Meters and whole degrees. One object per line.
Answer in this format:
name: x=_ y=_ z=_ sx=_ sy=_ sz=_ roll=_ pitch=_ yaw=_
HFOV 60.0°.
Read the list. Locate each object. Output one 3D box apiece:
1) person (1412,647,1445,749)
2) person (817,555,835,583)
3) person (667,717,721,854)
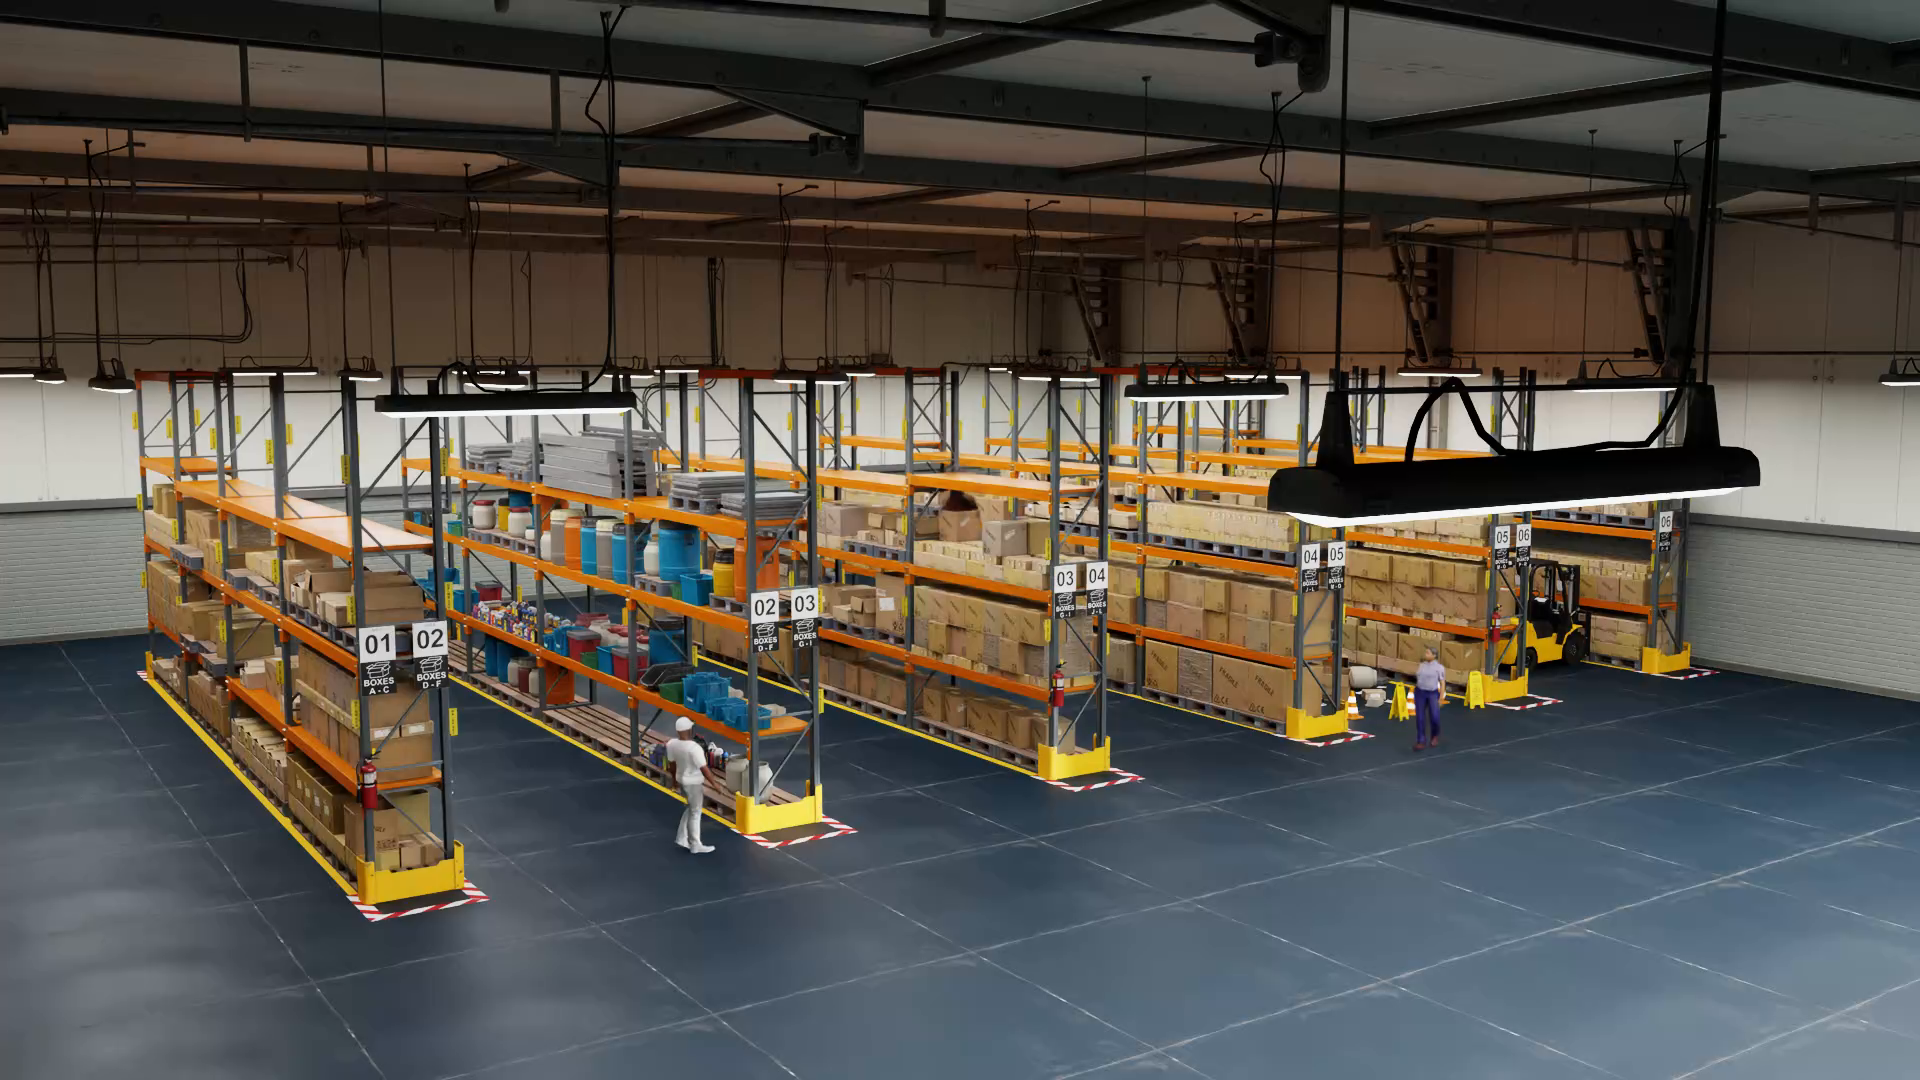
person: x=7.465 y=2.517 z=26.504 sx=0.501 sy=1.638 sz=0.446 roll=2 pitch=7 yaw=21
person: x=-3.781 y=0.403 z=44.836 sx=0.930 sy=1.740 sz=0.581 roll=-5 pitch=8 yaw=-36
person: x=-3.398 y=3.104 z=21.098 sx=0.586 sy=1.801 sz=0.684 roll=-4 pitch=8 yaw=-32
